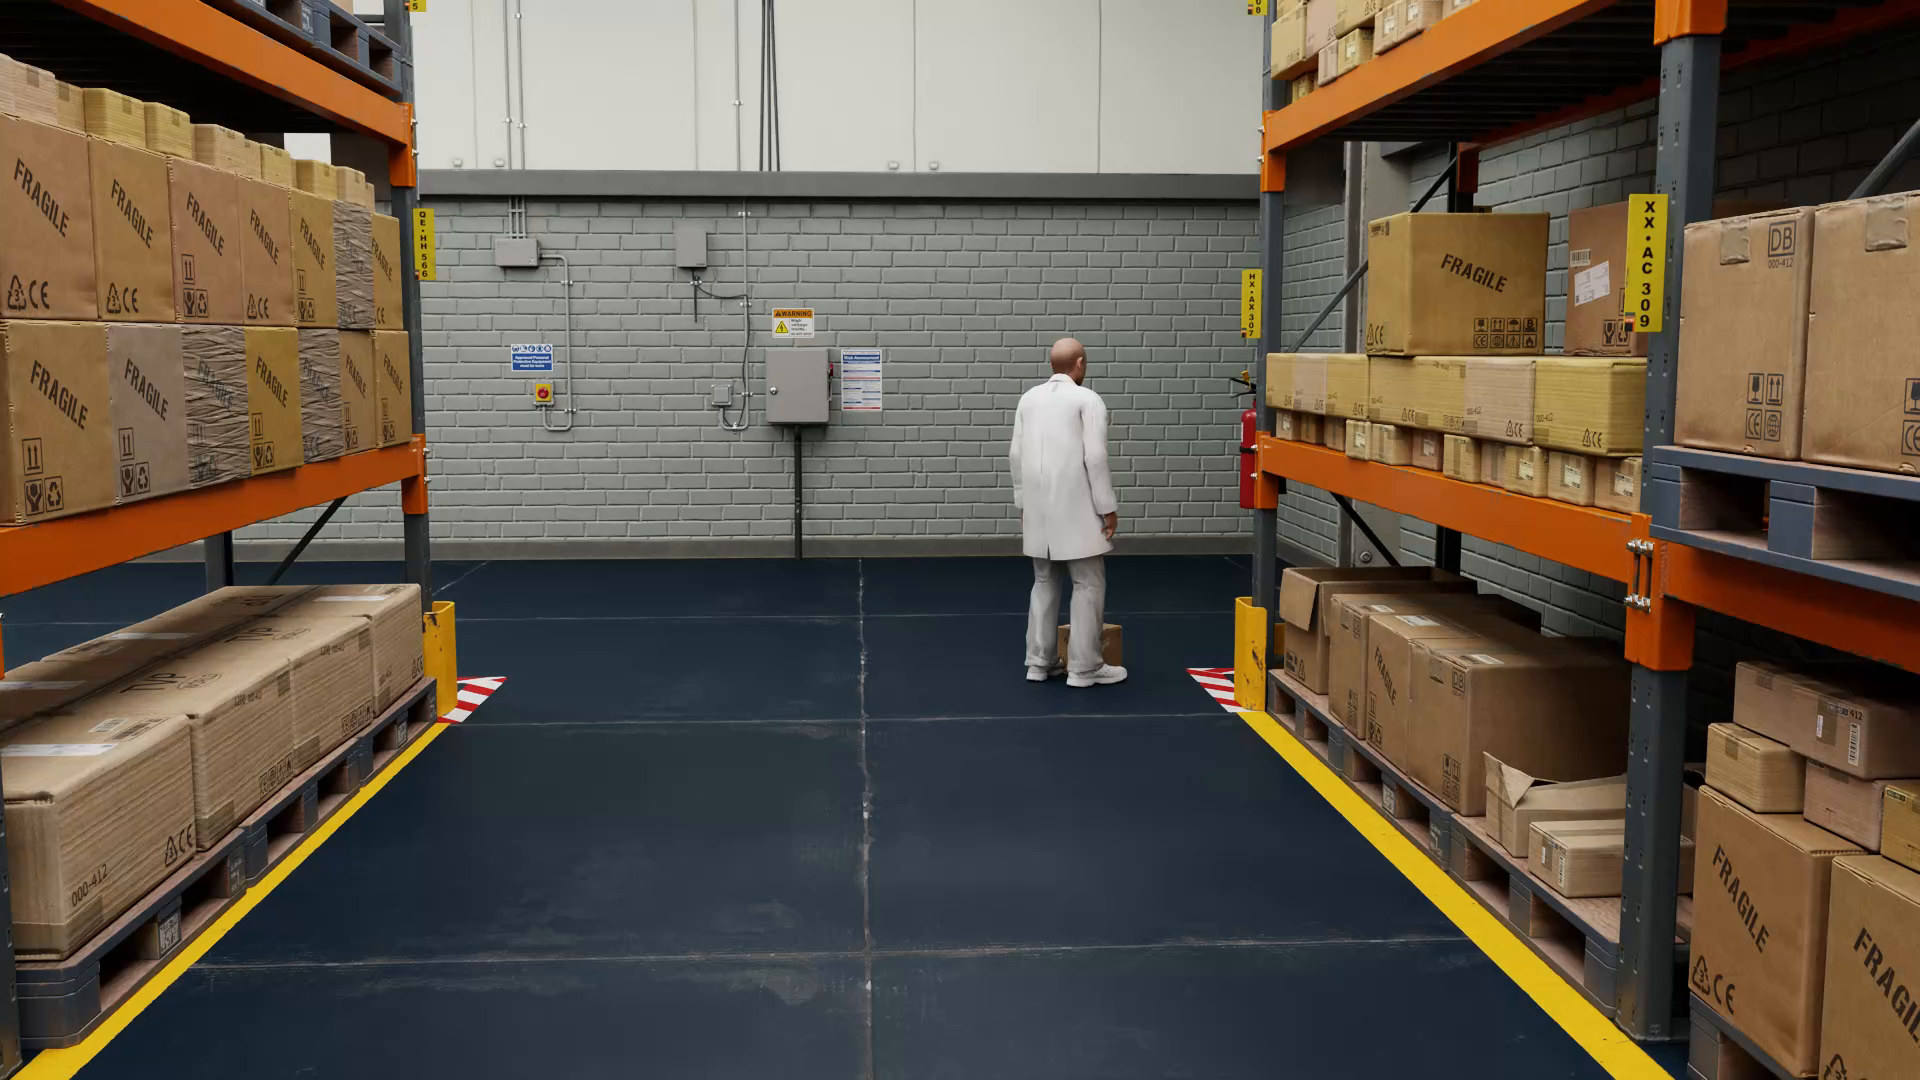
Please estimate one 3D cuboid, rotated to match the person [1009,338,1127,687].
[{"bbox_3d":[0.542,-0.151,8.584,0.642,1.773,0.427,6,9,40],"label":"person"}]
